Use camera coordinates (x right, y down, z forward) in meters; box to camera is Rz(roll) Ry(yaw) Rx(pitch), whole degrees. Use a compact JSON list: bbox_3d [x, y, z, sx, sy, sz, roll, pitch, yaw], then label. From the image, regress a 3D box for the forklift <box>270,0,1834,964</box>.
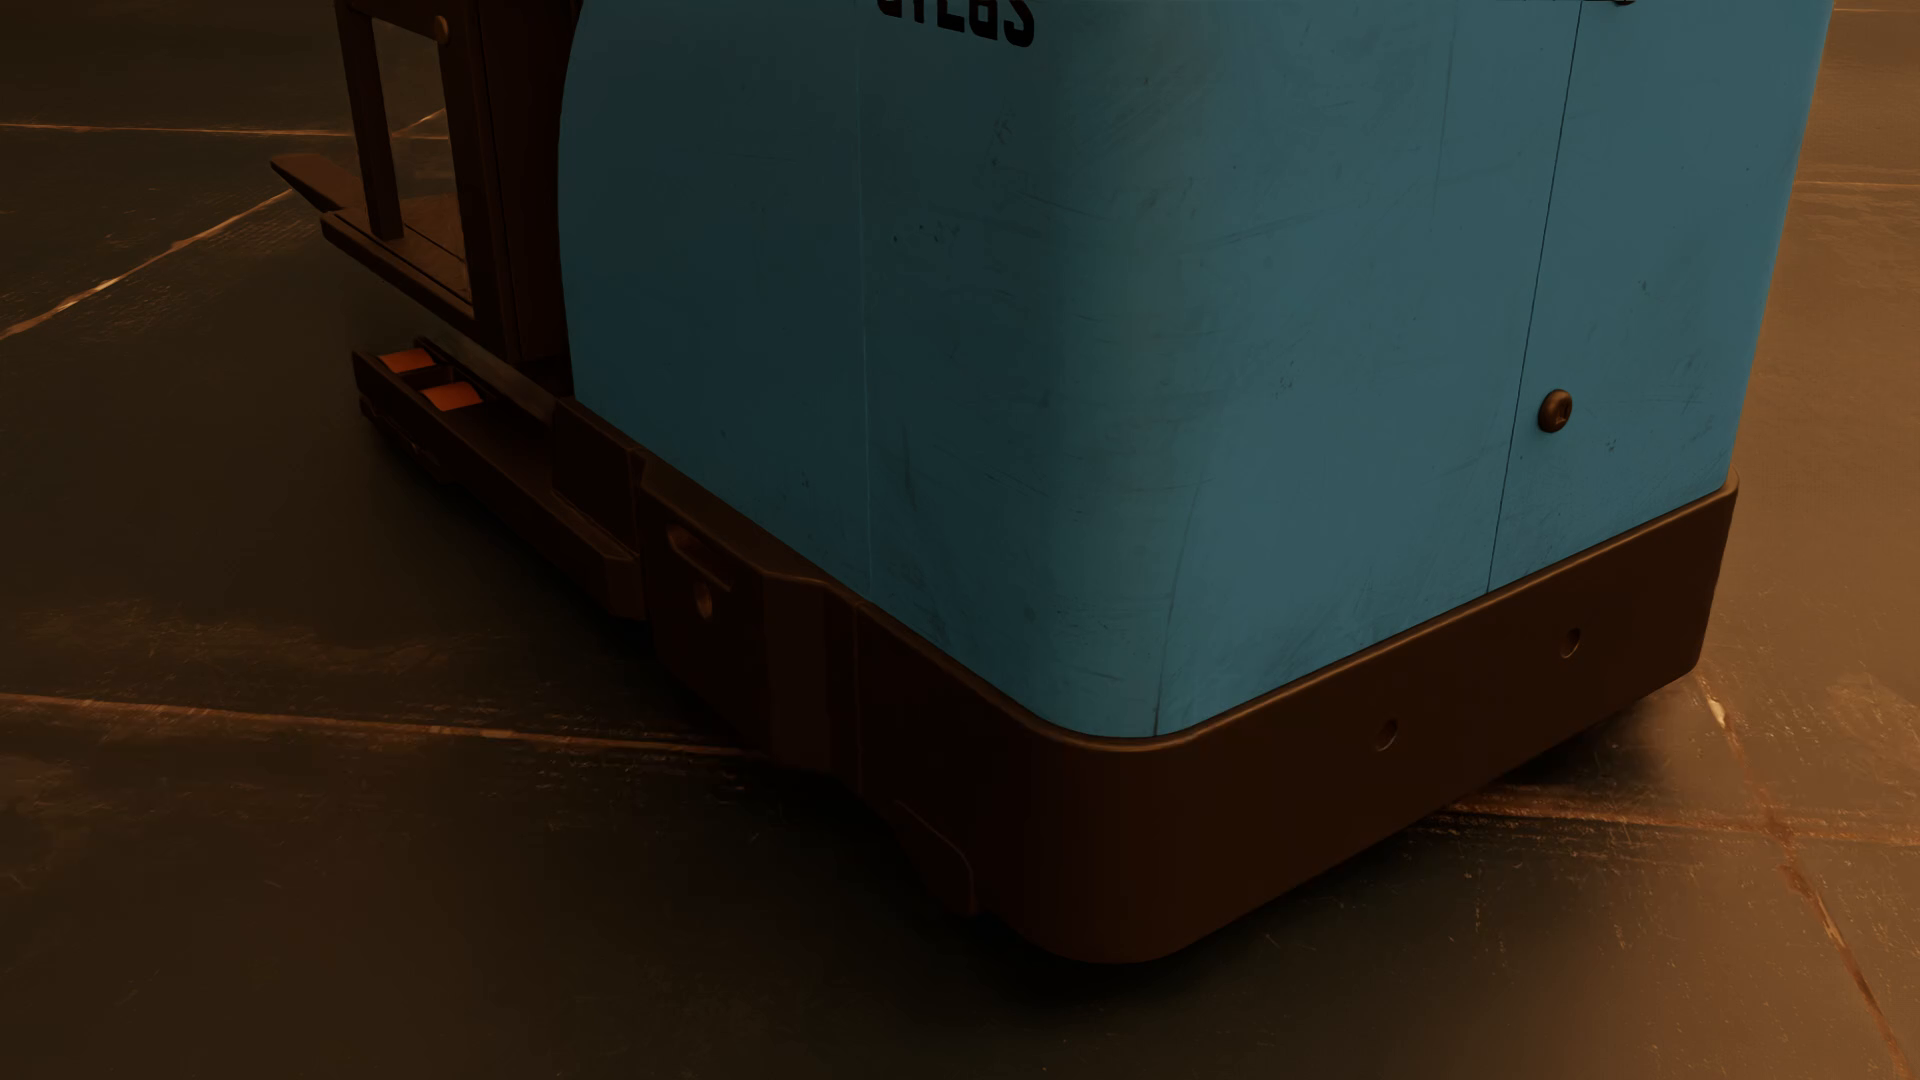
[{"bbox_3d":[-0.363,-1.514,2.252,1.130,2.935,3.031,-18,32,-32],"label":"forklift"}]
